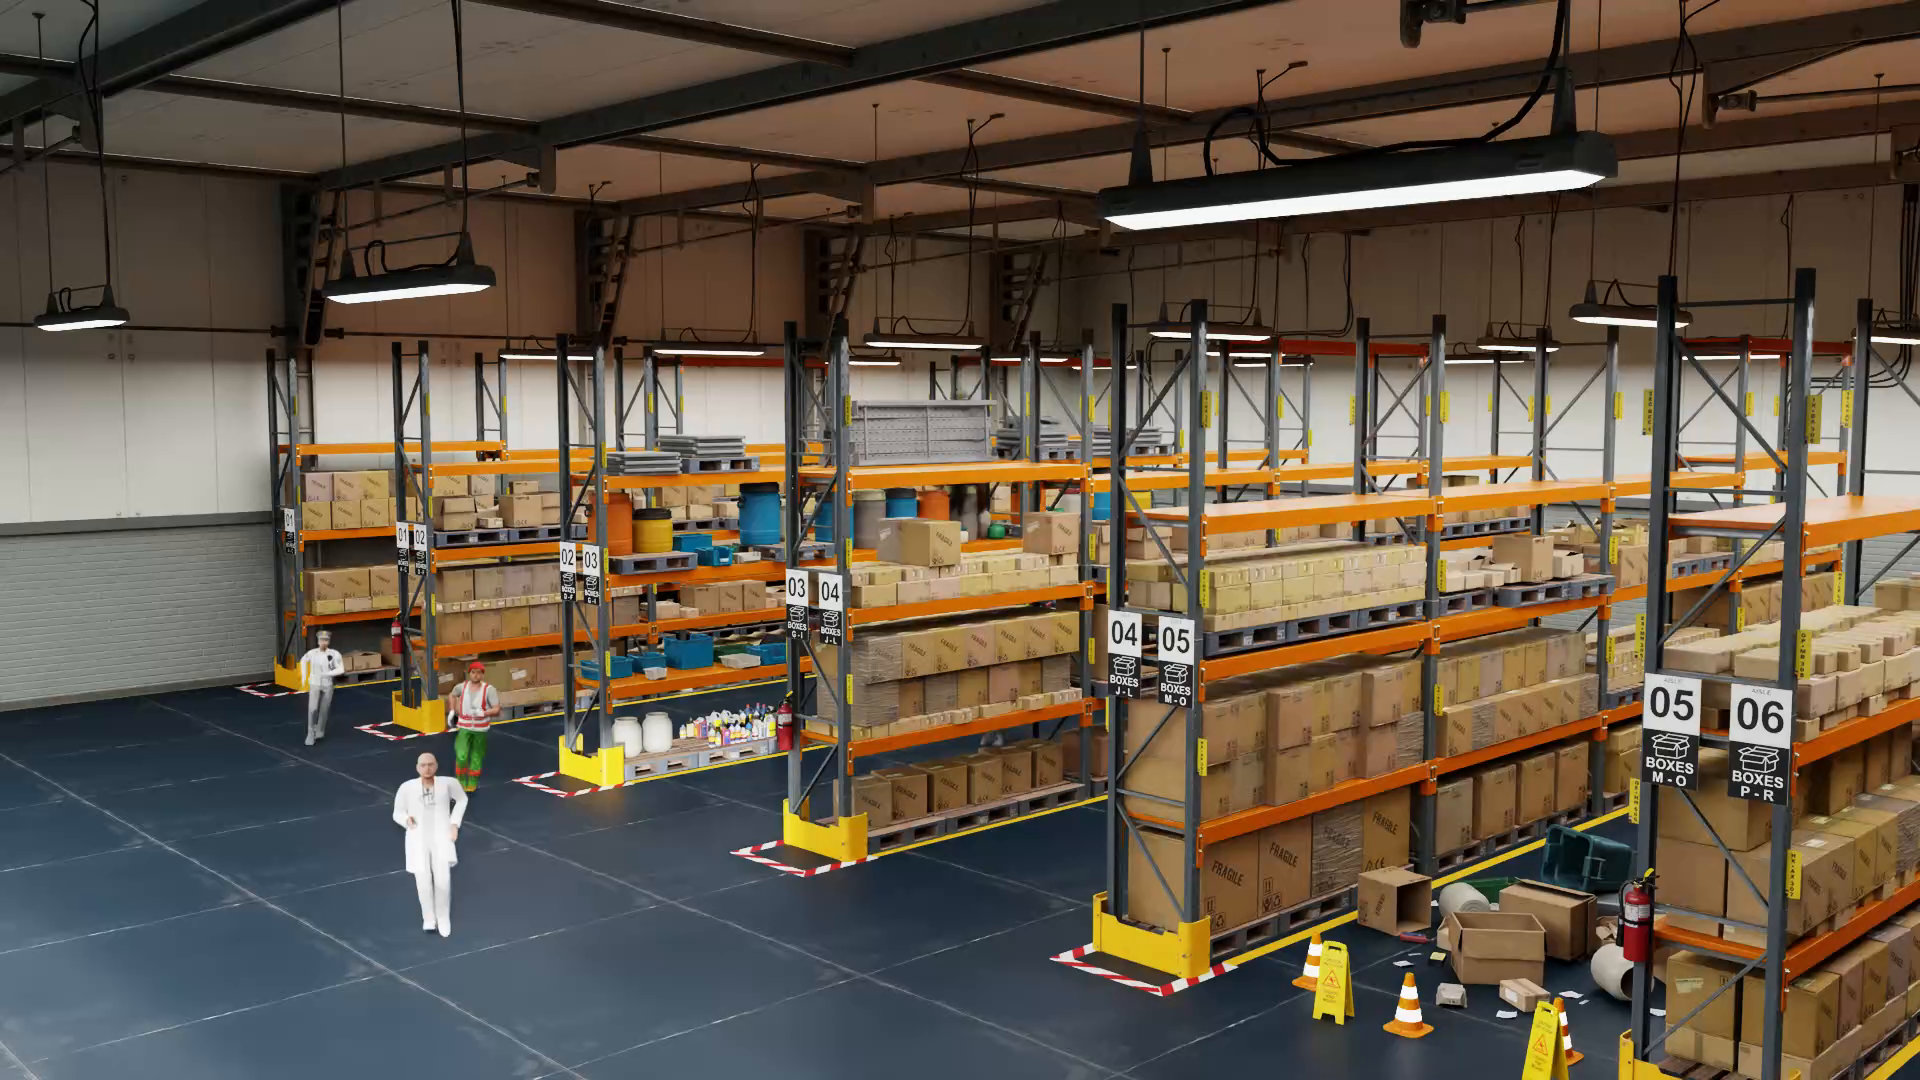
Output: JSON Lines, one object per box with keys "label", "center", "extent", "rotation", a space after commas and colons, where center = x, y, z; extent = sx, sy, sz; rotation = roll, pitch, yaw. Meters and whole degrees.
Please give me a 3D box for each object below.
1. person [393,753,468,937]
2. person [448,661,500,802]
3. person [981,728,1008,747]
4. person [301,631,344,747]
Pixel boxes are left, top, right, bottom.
{"label": "person", "center": [-5.047, 2.919, 15.864], "extent": [0.674, 1.778, 0.752], "rotation": [-1, 5, -14]}
{"label": "person", "center": [-6.220, 2.431, 21.297], "extent": [0.664, 1.767, 0.706], "rotation": [-1, 5, -14]}
{"label": "person", "center": [0.474, 2.181, 24.347], "extent": [0.661, 1.759, 0.677], "rotation": [4, 6, 36]}
{"label": "person", "center": [-9.491, 2.188, 24.775], "extent": [0.601, 1.701, 0.644], "rotation": [-2, 5, -21]}
